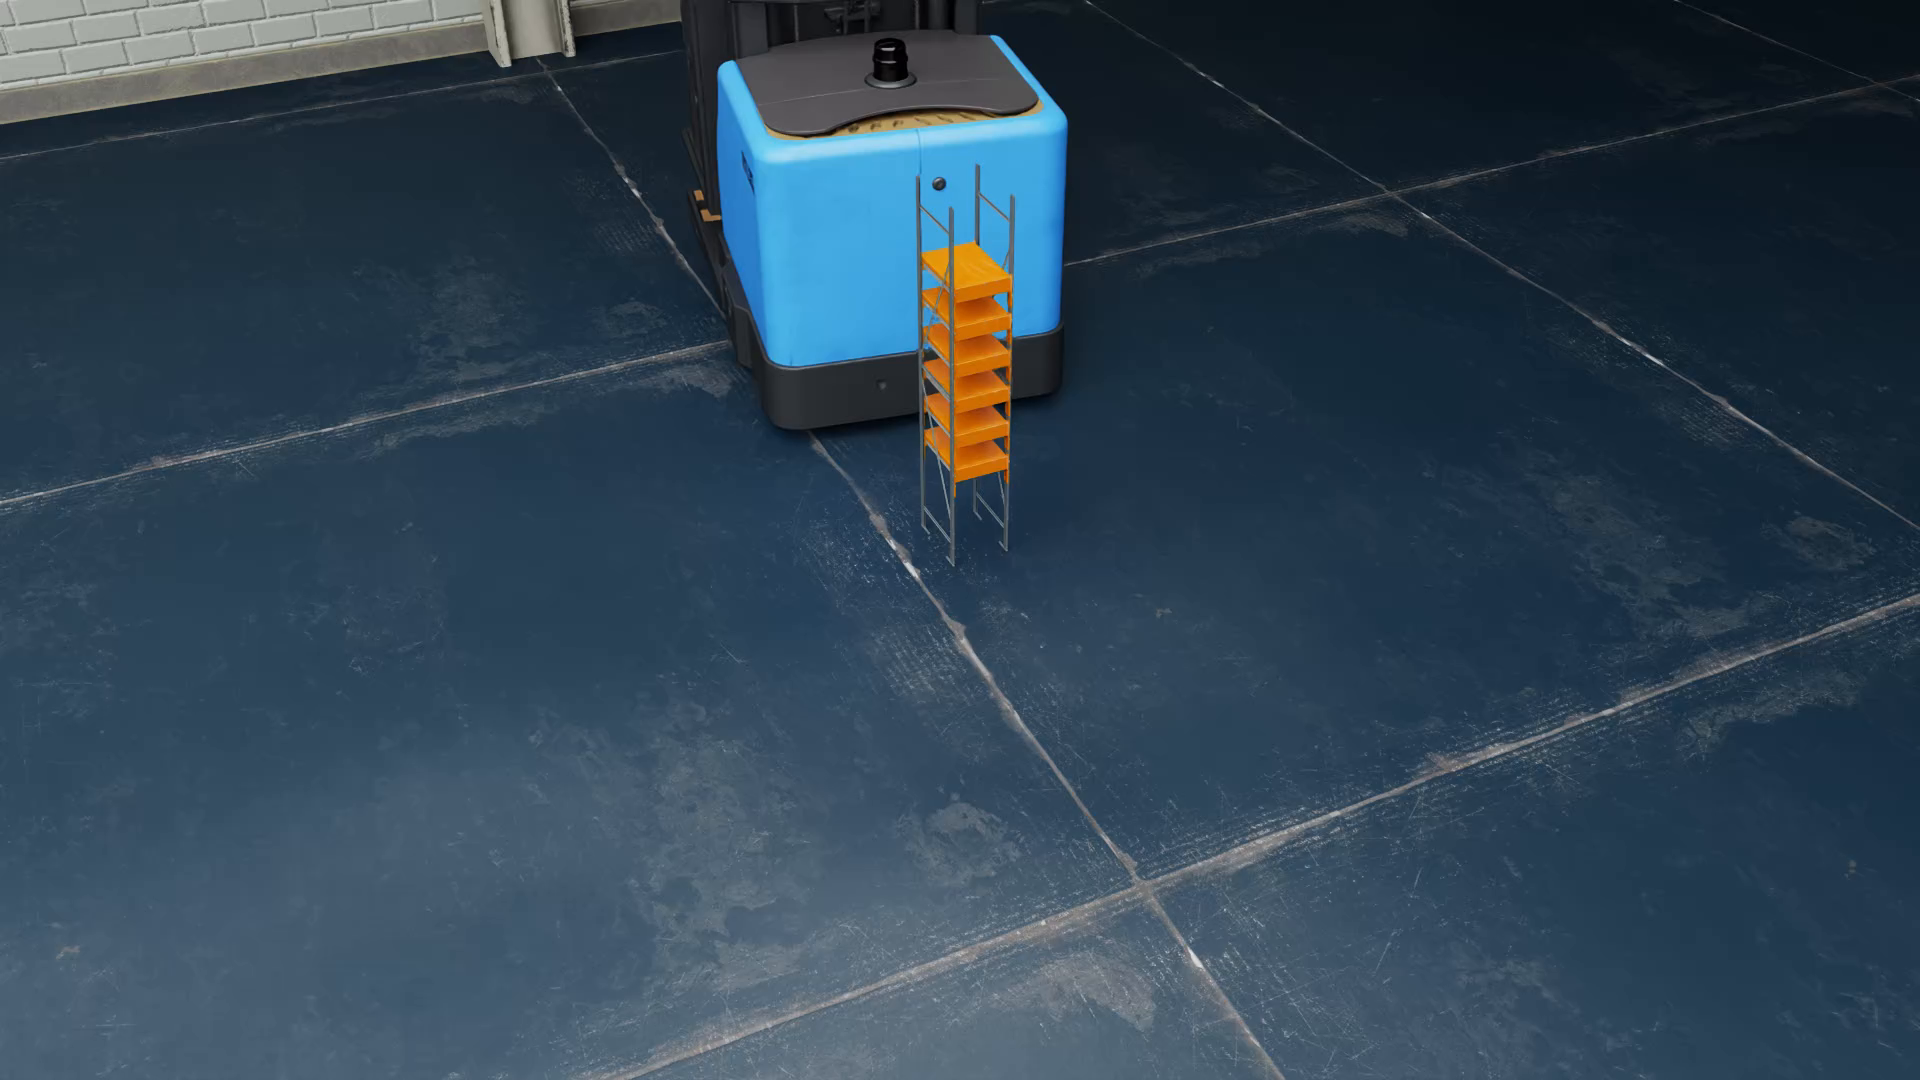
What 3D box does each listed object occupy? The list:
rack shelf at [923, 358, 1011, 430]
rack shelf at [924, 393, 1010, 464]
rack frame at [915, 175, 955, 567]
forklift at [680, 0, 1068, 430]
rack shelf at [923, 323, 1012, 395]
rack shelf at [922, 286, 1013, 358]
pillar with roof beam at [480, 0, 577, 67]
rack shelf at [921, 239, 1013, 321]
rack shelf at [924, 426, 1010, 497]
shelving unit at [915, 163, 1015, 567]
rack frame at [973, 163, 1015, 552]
[{"bbox_3d":[0.013,-0.450,4.924,0.180,0.103,0.258,-16,39,-20],"label":"rack shelf"},{"bbox_3d":[0.013,-0.354,4.995,0.180,0.103,0.258,-16,39,-20],"label":"rack shelf"},{"bbox_3d":[-0.070,-0.462,4.866,0.006,1.200,0.240,-16,39,-20],"label":"rack frame"},{"bbox_3d":[-0.522,-2.428,6.064,1.130,2.935,3.031,-9,38,-12],"label":"forklift"},{"bbox_3d":[0.013,-0.546,4.852,0.180,0.103,0.258,-16,39,-20],"label":"rack shelf"},{"bbox_3d":[0.013,-0.643,4.781,0.180,0.103,0.258,-16,39,-20],"label":"rack shelf"},{"bbox_3d":[-0.407,-3.845,2.880,0.400,9.000,9.100,-16,39,-20],"label":"pillar with roof beam"},{"bbox_3d":[0.013,-0.739,4.710,0.180,0.103,0.258,-16,39,-20],"label":"rack shelf"},{"bbox_3d":[0.013,-0.257,5.067,0.180,0.103,0.258,-16,39,-20],"label":"rack shelf"},{"bbox_3d":[0.013,-0.486,4.898,0.189,1.200,0.258,-16,39,-20],"label":"shelving unit"},{"bbox_3d":[0.096,-0.509,4.929,0.006,1.200,0.240,-16,39,-20],"label":"rack frame"}]
